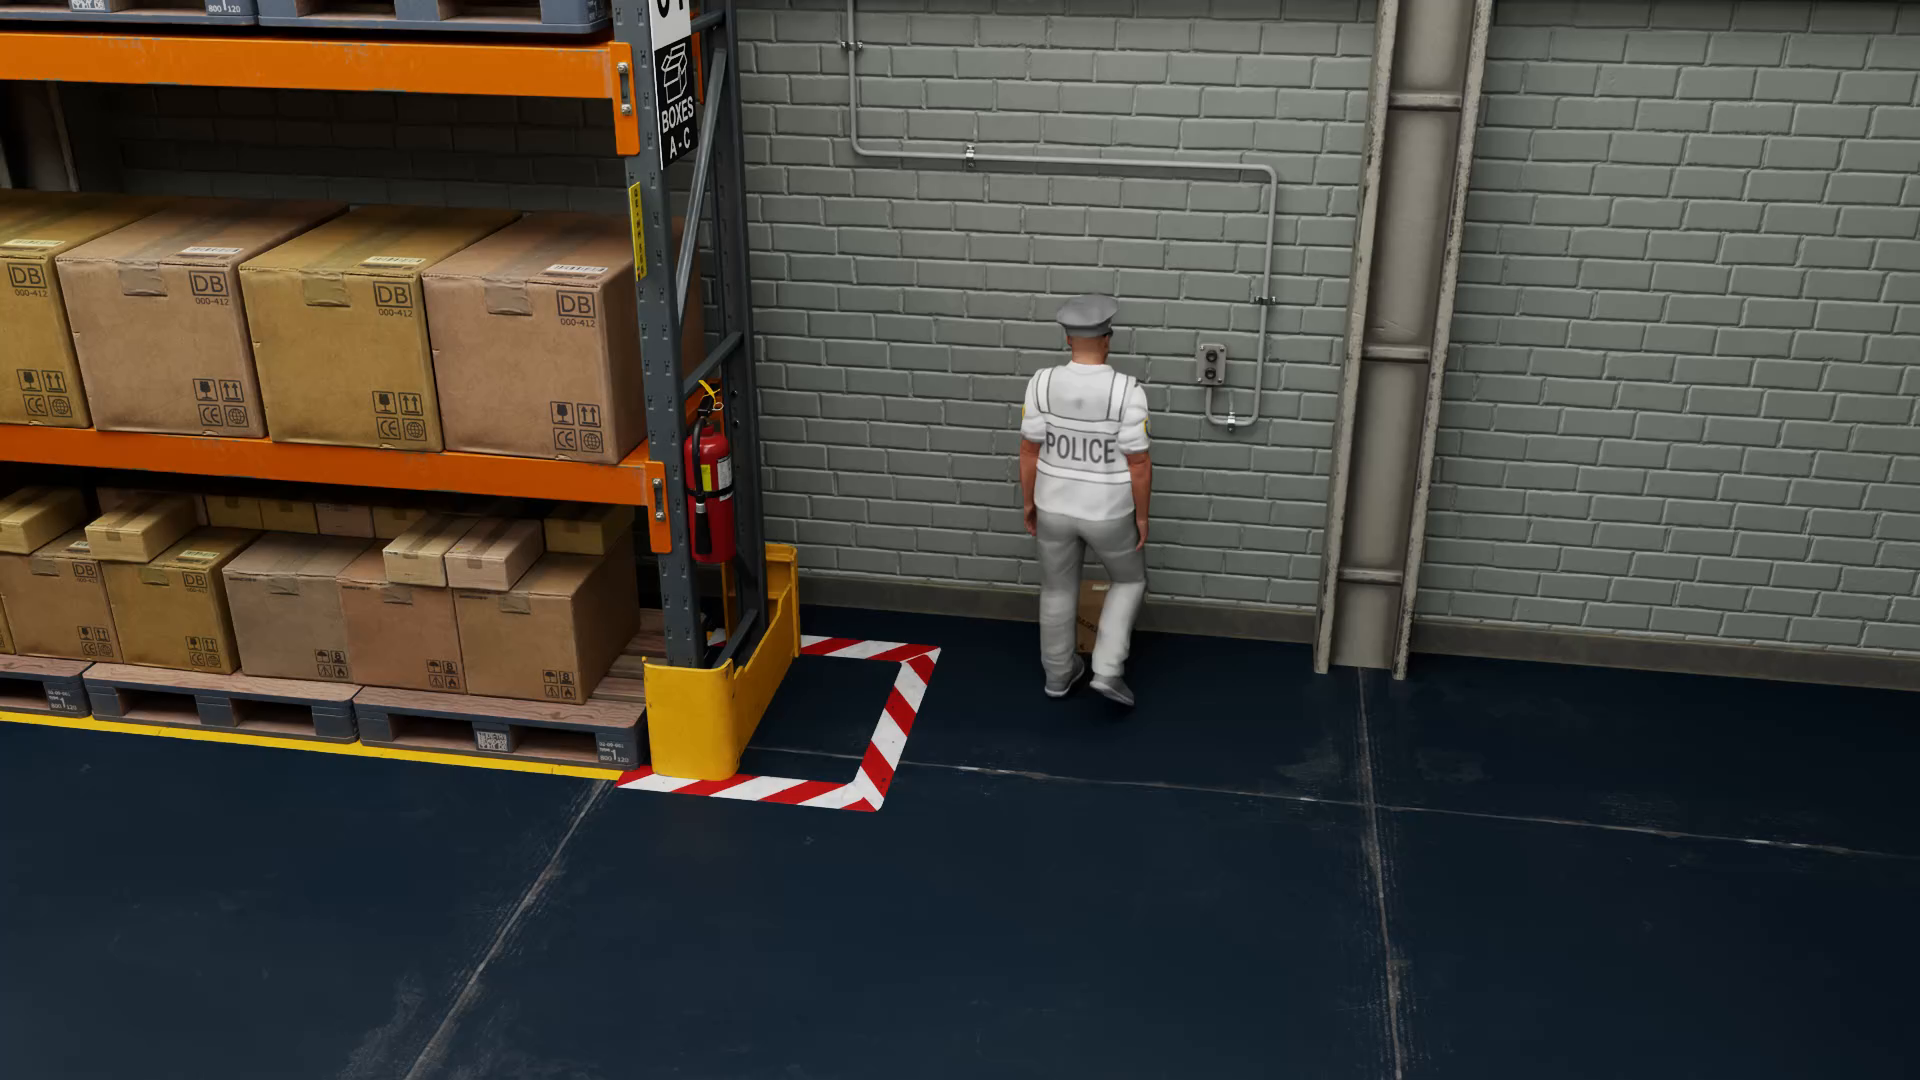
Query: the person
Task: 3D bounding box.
[{"bbox_3d":[0.517,-0.124,6.841,0.545,1.776,0.484,7,26,16],"label":"person"}]
